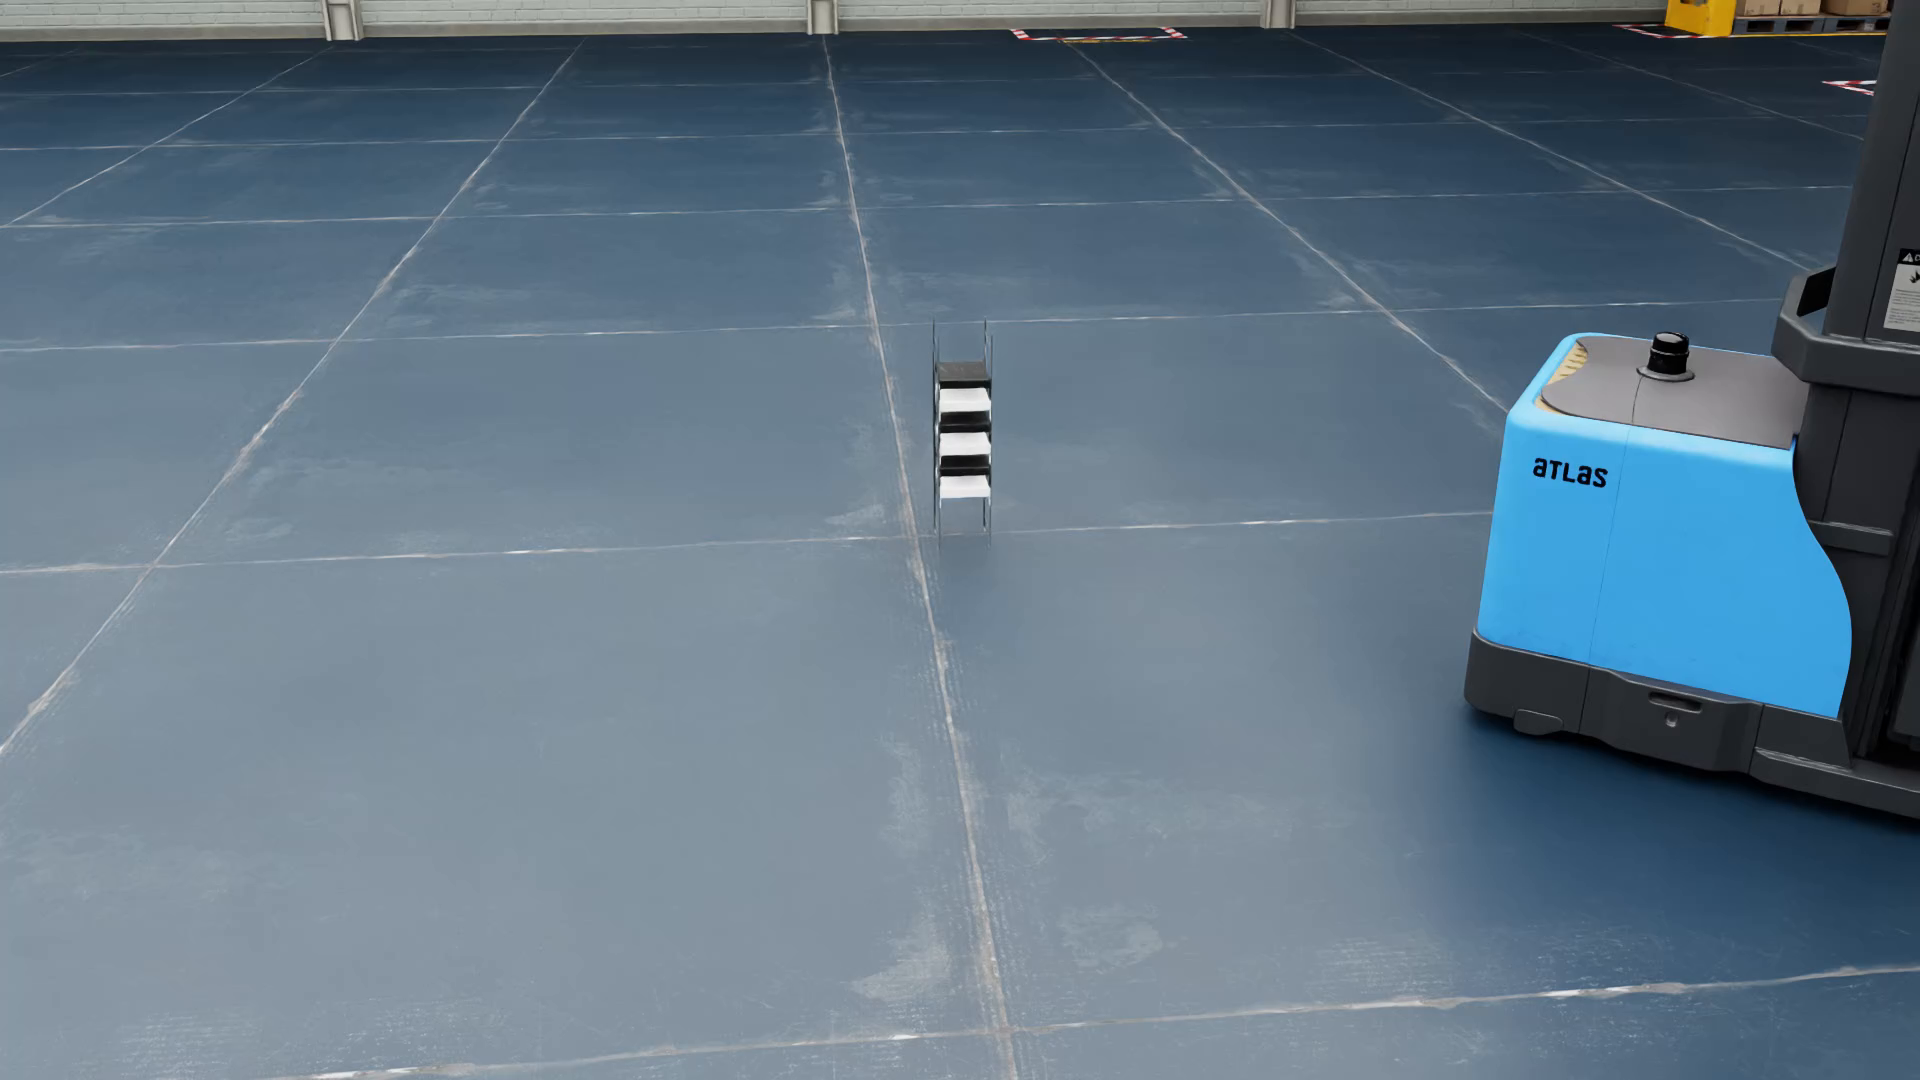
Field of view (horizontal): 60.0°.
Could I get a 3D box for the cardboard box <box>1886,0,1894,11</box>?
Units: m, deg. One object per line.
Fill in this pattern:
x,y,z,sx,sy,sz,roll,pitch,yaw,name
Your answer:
12.510,-7.191,21.772,0.500,0.500,0.500,-4,24,-9,cardboard box

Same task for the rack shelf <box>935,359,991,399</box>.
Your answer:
0.008,-0.628,6.472,0.200,0.077,0.258,-2,24,-5,rack shelf

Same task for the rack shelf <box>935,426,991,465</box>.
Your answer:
0.008,-0.381,6.581,0.200,0.077,0.258,-2,24,-5,rack shelf

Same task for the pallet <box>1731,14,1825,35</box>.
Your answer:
10.446,-6.778,21.738,1.213,0.211,1.003,-2,24,-5,pallet

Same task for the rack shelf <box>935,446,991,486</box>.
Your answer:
0.008,-0.299,6.618,0.200,0.077,0.258,-2,24,-5,rack shelf

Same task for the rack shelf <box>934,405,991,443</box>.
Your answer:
0.008,-0.463,6.545,0.200,0.077,0.258,-2,24,-5,rack shelf

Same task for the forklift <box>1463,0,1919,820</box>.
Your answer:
3.184,-0.631,4.561,3.031,2.935,1.130,13,27,26,forklift

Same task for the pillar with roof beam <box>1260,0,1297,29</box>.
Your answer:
4.622,-9.170,16.302,0.400,9.000,9.100,-2,24,-5,pillar with roof beam

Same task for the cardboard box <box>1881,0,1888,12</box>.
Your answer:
11.946,-7.033,21.848,0.250,0.149,0.380,-4,24,-9,cardboard box

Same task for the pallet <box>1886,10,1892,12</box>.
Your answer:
12.874,-6.875,21.958,1.213,0.211,1.003,-2,24,-5,pallet

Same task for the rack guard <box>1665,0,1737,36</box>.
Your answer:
9.634,-6.891,21.639,0.348,0.500,1.175,-2,24,-5,rack guard

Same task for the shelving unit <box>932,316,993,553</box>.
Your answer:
0.008,-0.412,6.568,0.210,0.900,0.258,-2,24,-5,shelving unit

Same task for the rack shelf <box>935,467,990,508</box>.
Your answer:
0.008,-0.217,6.655,0.200,0.077,0.258,-2,24,-5,rack shelf

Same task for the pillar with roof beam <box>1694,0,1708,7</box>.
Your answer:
10.593,-9.410,16.841,0.400,9.000,9.100,-2,24,-5,pillar with roof beam

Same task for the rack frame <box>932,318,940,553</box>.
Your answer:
-0.093,-0.407,6.559,0.006,0.900,0.240,-2,24,-5,rack frame

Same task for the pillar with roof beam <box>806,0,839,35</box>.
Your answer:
-1.349,-8.930,15.763,0.400,9.000,9.100,-2,24,-5,pillar with roof beam

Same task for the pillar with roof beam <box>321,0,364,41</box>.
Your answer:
-7.320,-8.691,15.224,0.400,9.000,9.100,-2,24,-5,pillar with roof beam

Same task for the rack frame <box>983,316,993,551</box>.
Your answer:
0.109,-0.416,6.577,0.006,0.900,0.240,-2,24,-5,rack frame

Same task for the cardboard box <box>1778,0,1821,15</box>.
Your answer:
10.823,-7.017,21.613,0.500,0.311,0.500,0,24,-1,cardboard box

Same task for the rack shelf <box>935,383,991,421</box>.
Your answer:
0.008,-0.546,6.508,0.200,0.077,0.258,-2,24,-5,rack shelf

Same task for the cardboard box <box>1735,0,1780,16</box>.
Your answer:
10.256,-6.994,21.562,0.500,0.311,0.500,-5,24,-11,cardboard box

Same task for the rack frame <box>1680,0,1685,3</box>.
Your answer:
9.559,-8.031,21.124,0.127,3.000,1.000,-2,24,-5,rack frame

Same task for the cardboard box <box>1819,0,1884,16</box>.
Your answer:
11.558,-7.112,21.595,0.500,0.500,0.700,-4,24,-8,cardboard box

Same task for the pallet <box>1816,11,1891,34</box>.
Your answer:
11.657,-6.825,21.845,1.213,0.211,1.003,-2,24,-5,pallet
